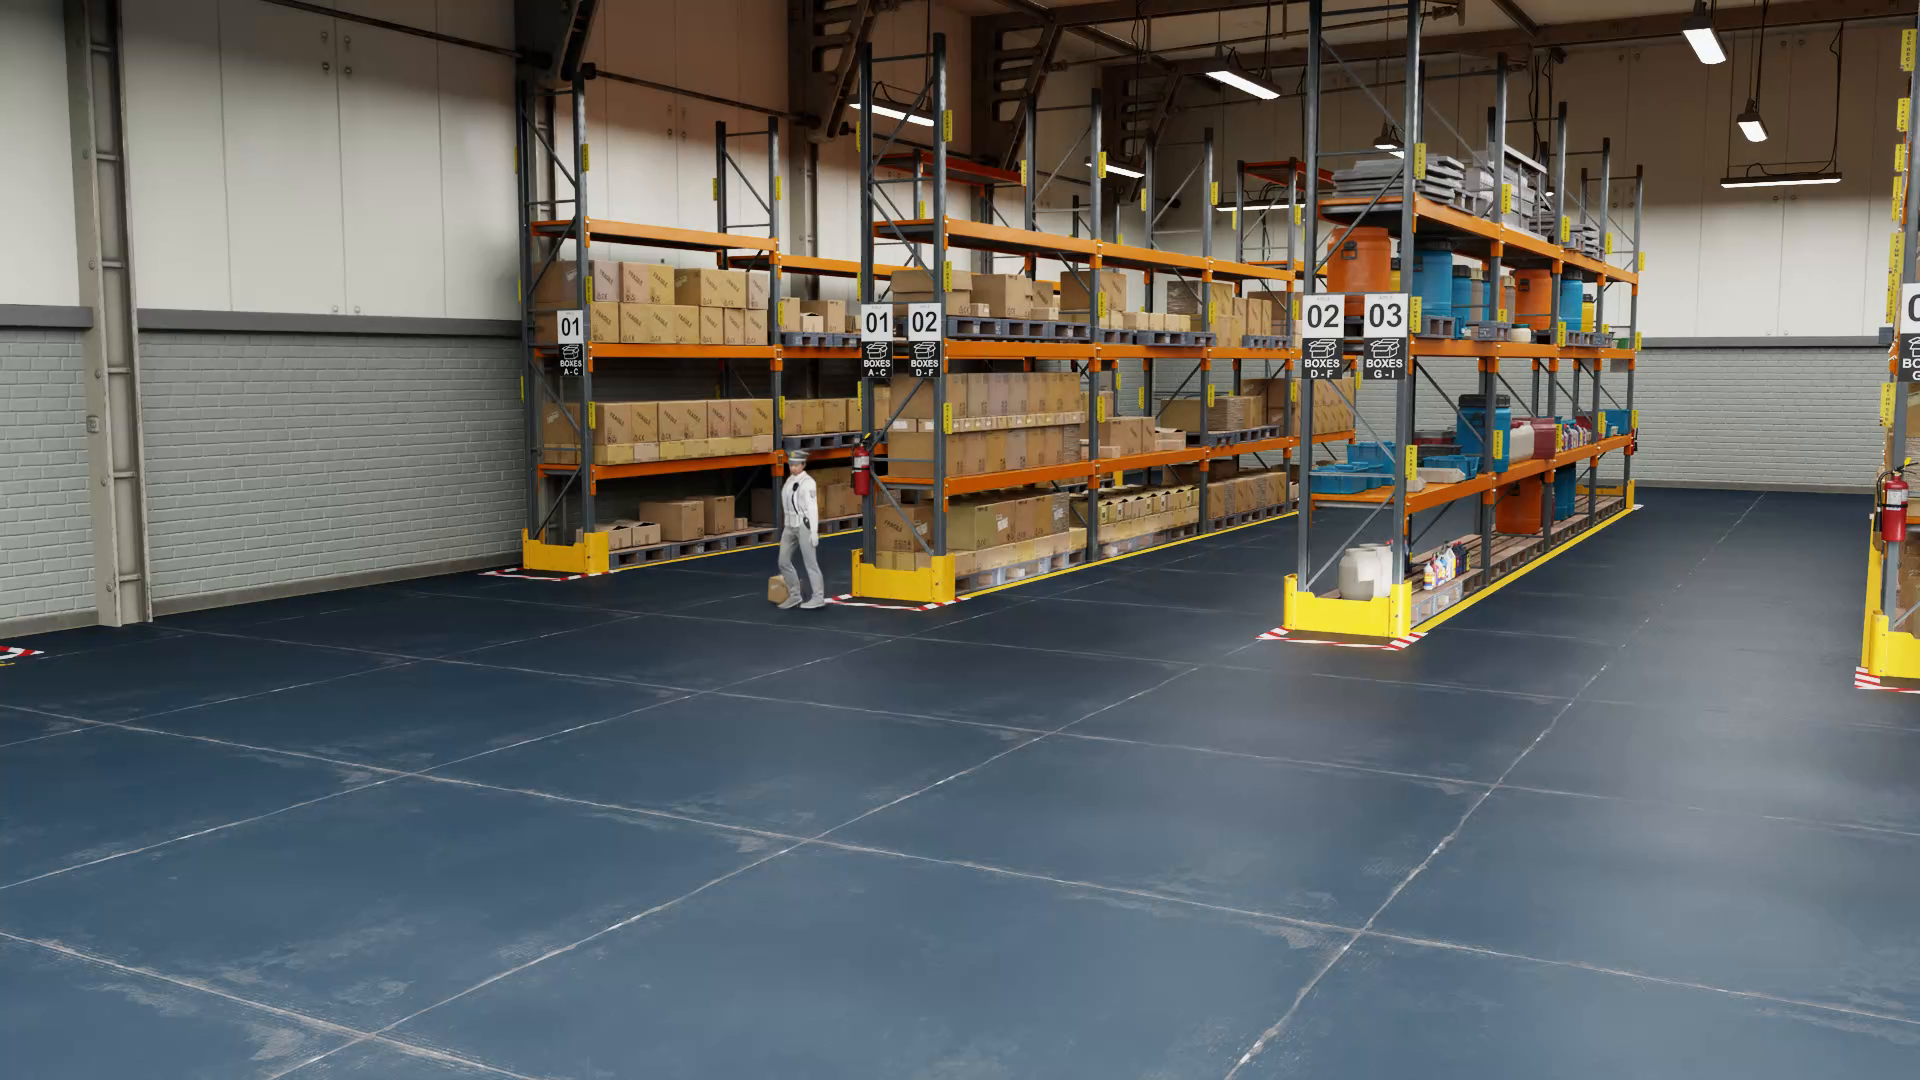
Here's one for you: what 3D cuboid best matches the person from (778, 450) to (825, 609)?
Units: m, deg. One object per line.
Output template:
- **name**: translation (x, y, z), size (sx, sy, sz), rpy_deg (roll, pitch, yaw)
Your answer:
- **person**: translation (-1.627, -0.088, 17.251), size (0.458, 1.695, 0.589), rpy_deg (-5, 8, -38)
